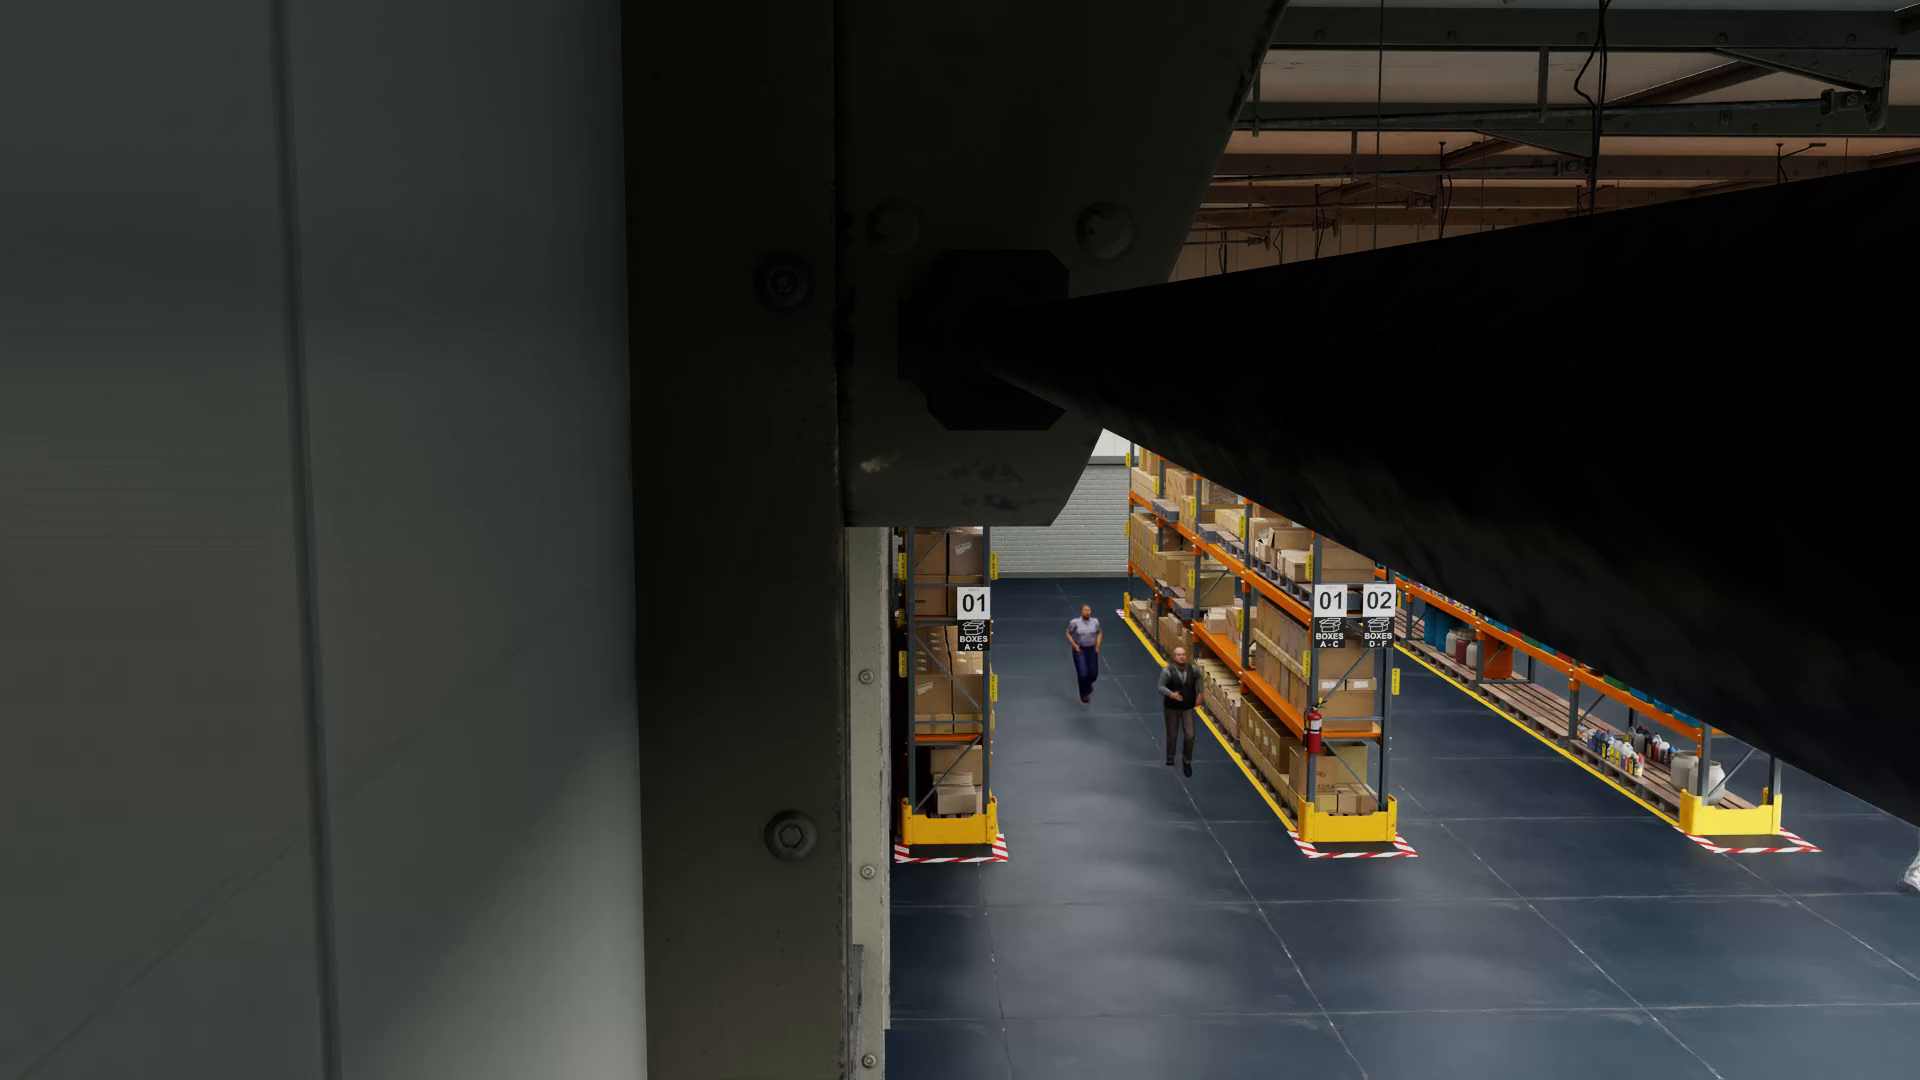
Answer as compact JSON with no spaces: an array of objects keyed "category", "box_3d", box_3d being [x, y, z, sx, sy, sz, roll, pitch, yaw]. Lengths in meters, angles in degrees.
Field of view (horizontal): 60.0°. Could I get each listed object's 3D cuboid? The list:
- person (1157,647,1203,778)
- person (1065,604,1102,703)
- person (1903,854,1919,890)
[{"category":"person","box_3d":[2.998,2.333,22.583,0.671,1.783,0.733,-1,7,-4]},{"category":"person","box_3d":[2.045,1.846,27.380,0.613,1.598,0.495,-1,7,-7]},{"category":"person","box_3d":[11.061,3.093,18.467,0.901,1.807,0.694,6,9,38]}]
